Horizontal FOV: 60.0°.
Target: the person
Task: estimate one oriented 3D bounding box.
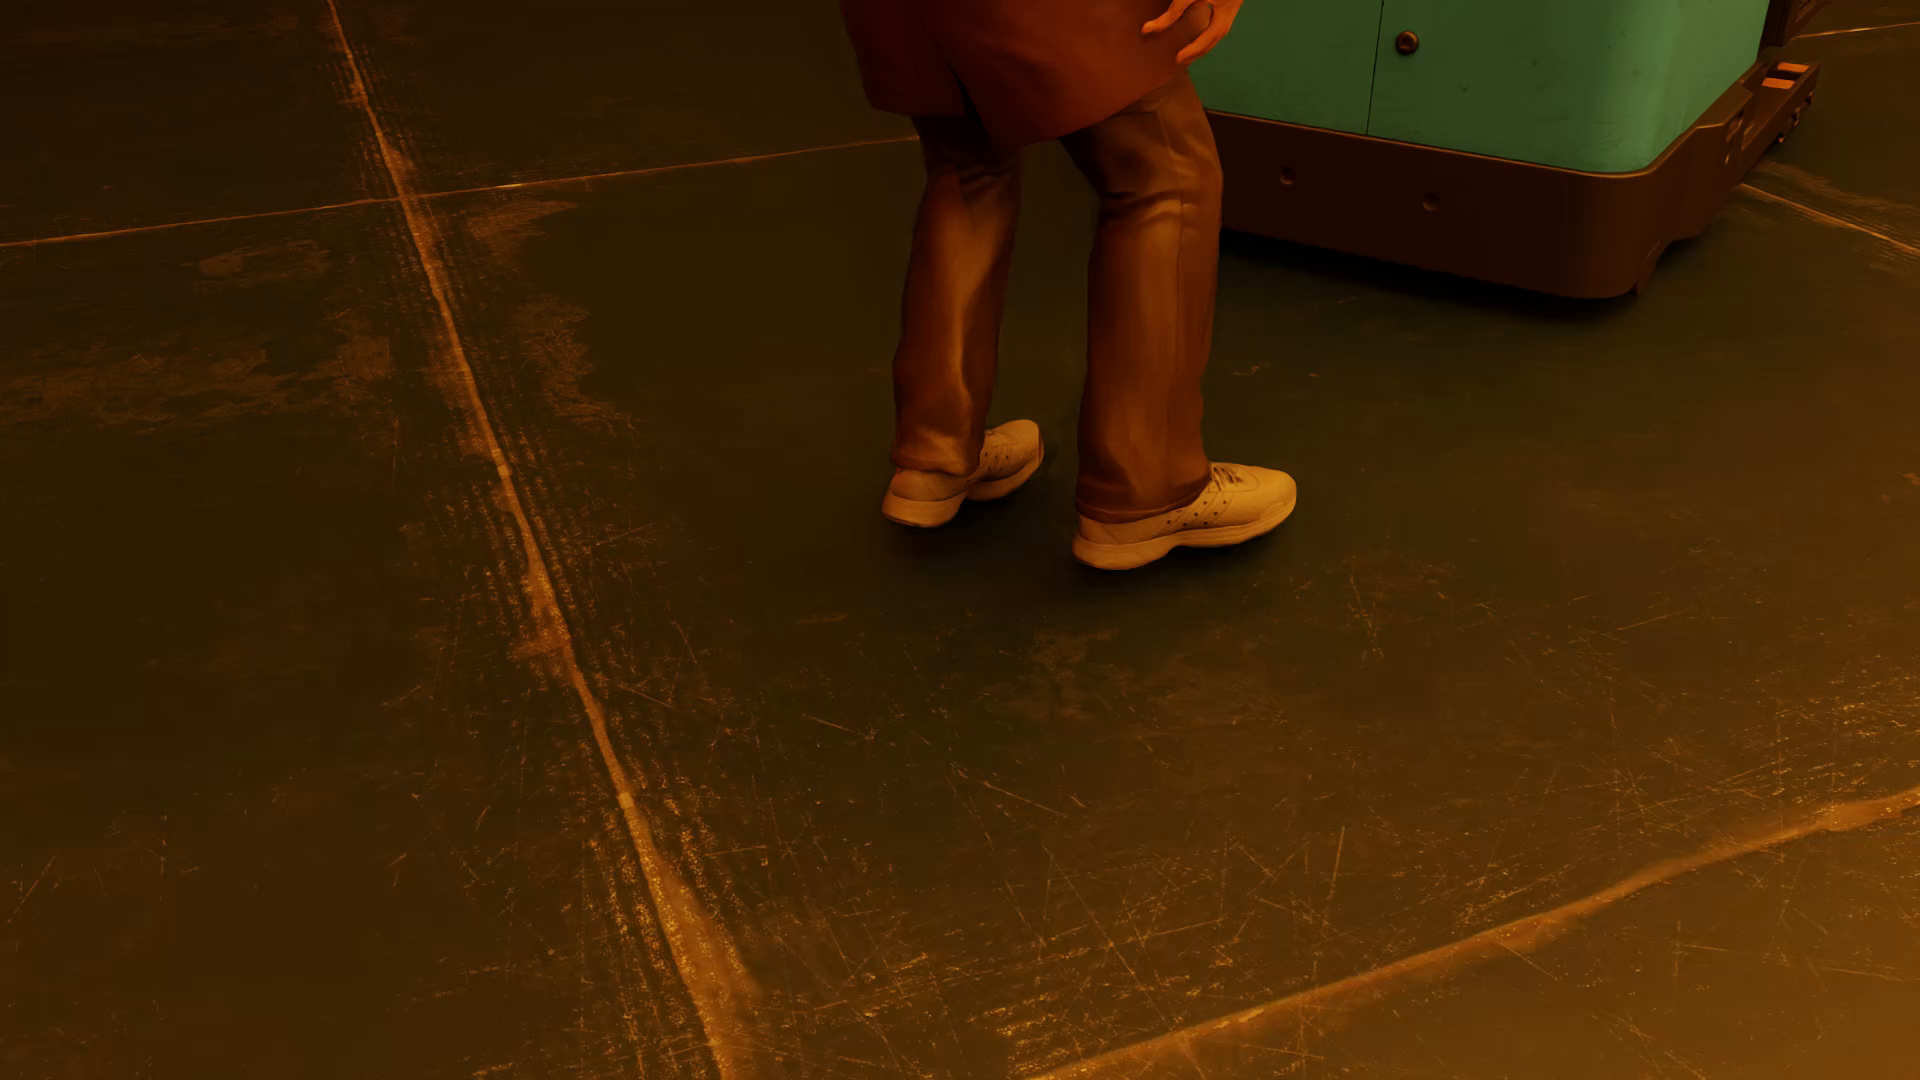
[{"bbox_3d":[0.069,-0.811,2.132,0.769,1.742,0.487,21,36,33],"label":"person"}]

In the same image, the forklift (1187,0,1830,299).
[{"bbox_3d":[1.631,-2.414,3.777,1.130,2.935,3.031,18,34,29],"label":"forklift"}]
